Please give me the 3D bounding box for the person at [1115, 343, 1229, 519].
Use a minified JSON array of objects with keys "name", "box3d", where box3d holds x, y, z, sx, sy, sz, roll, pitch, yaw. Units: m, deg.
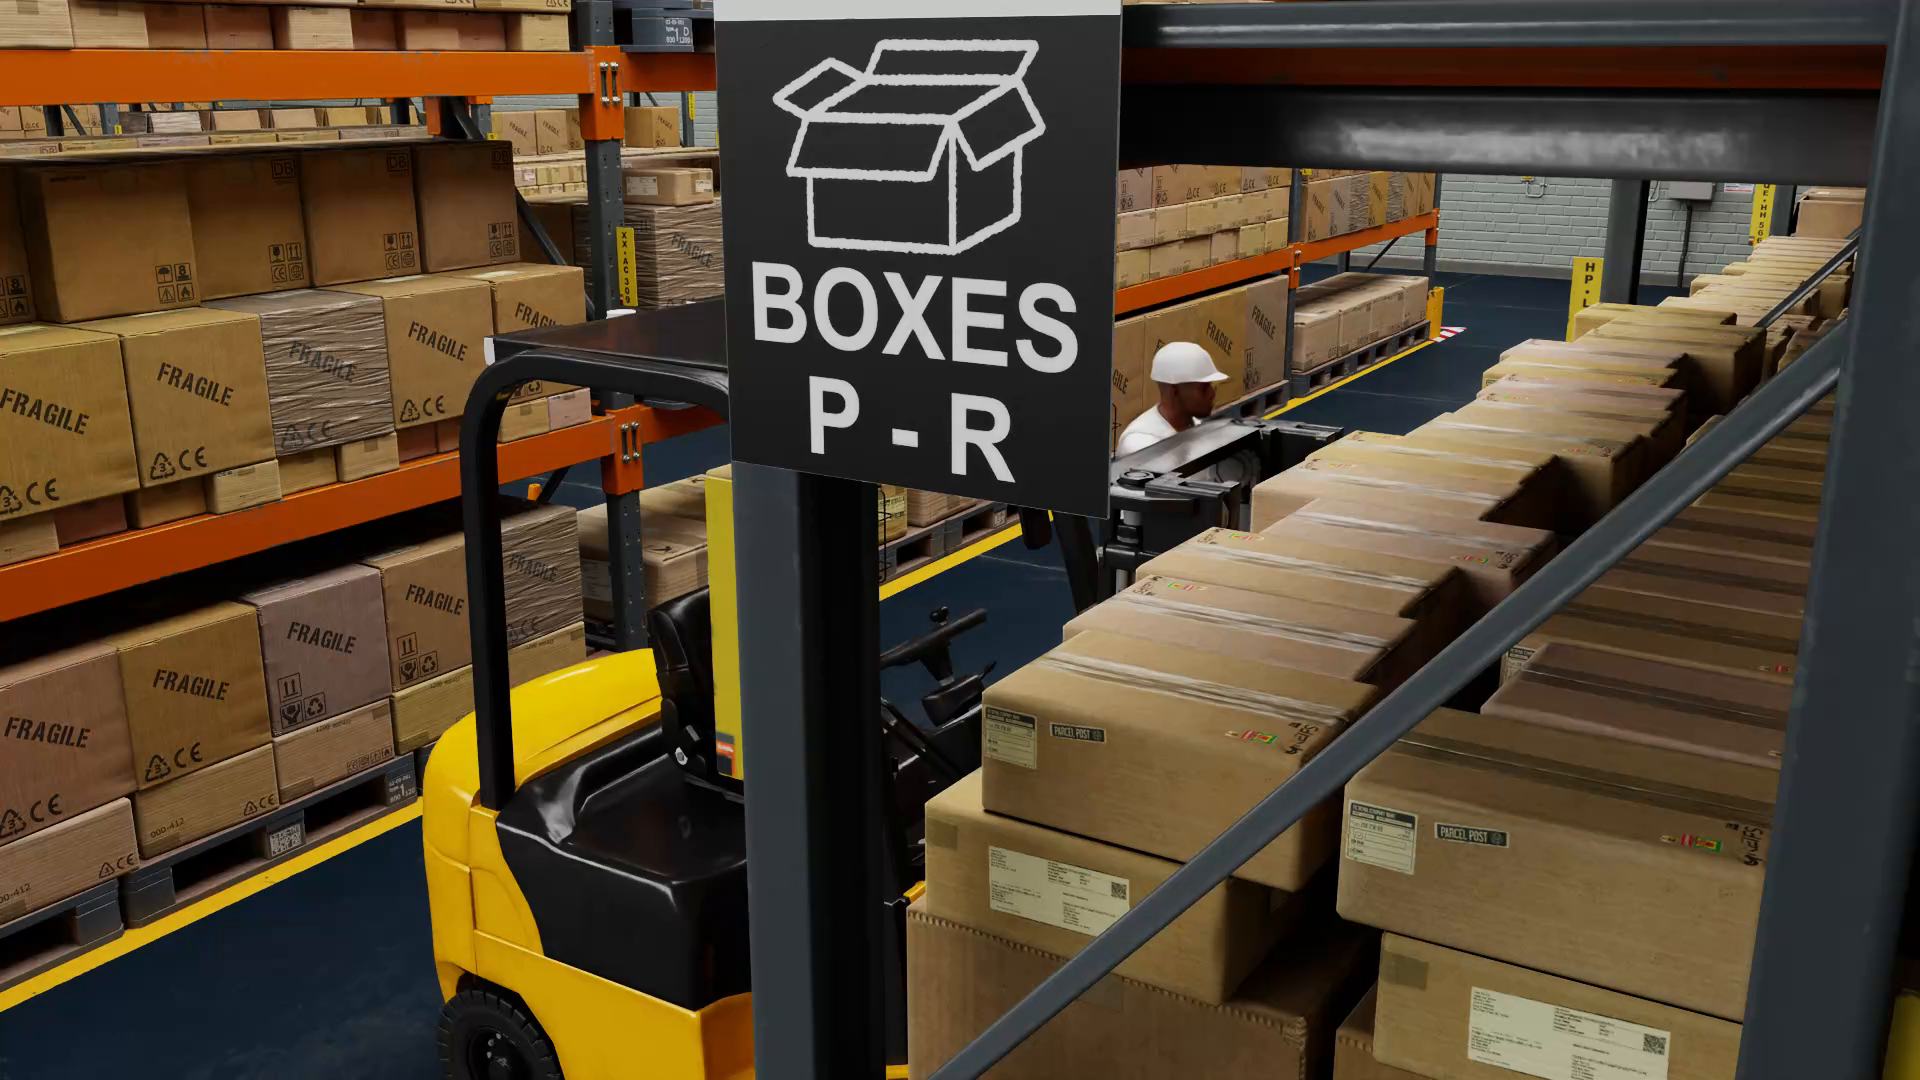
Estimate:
[{"name":"person","box3d":[0.860,0.113,6.435,0.575,1.756,0.505,9,18,29]}]
